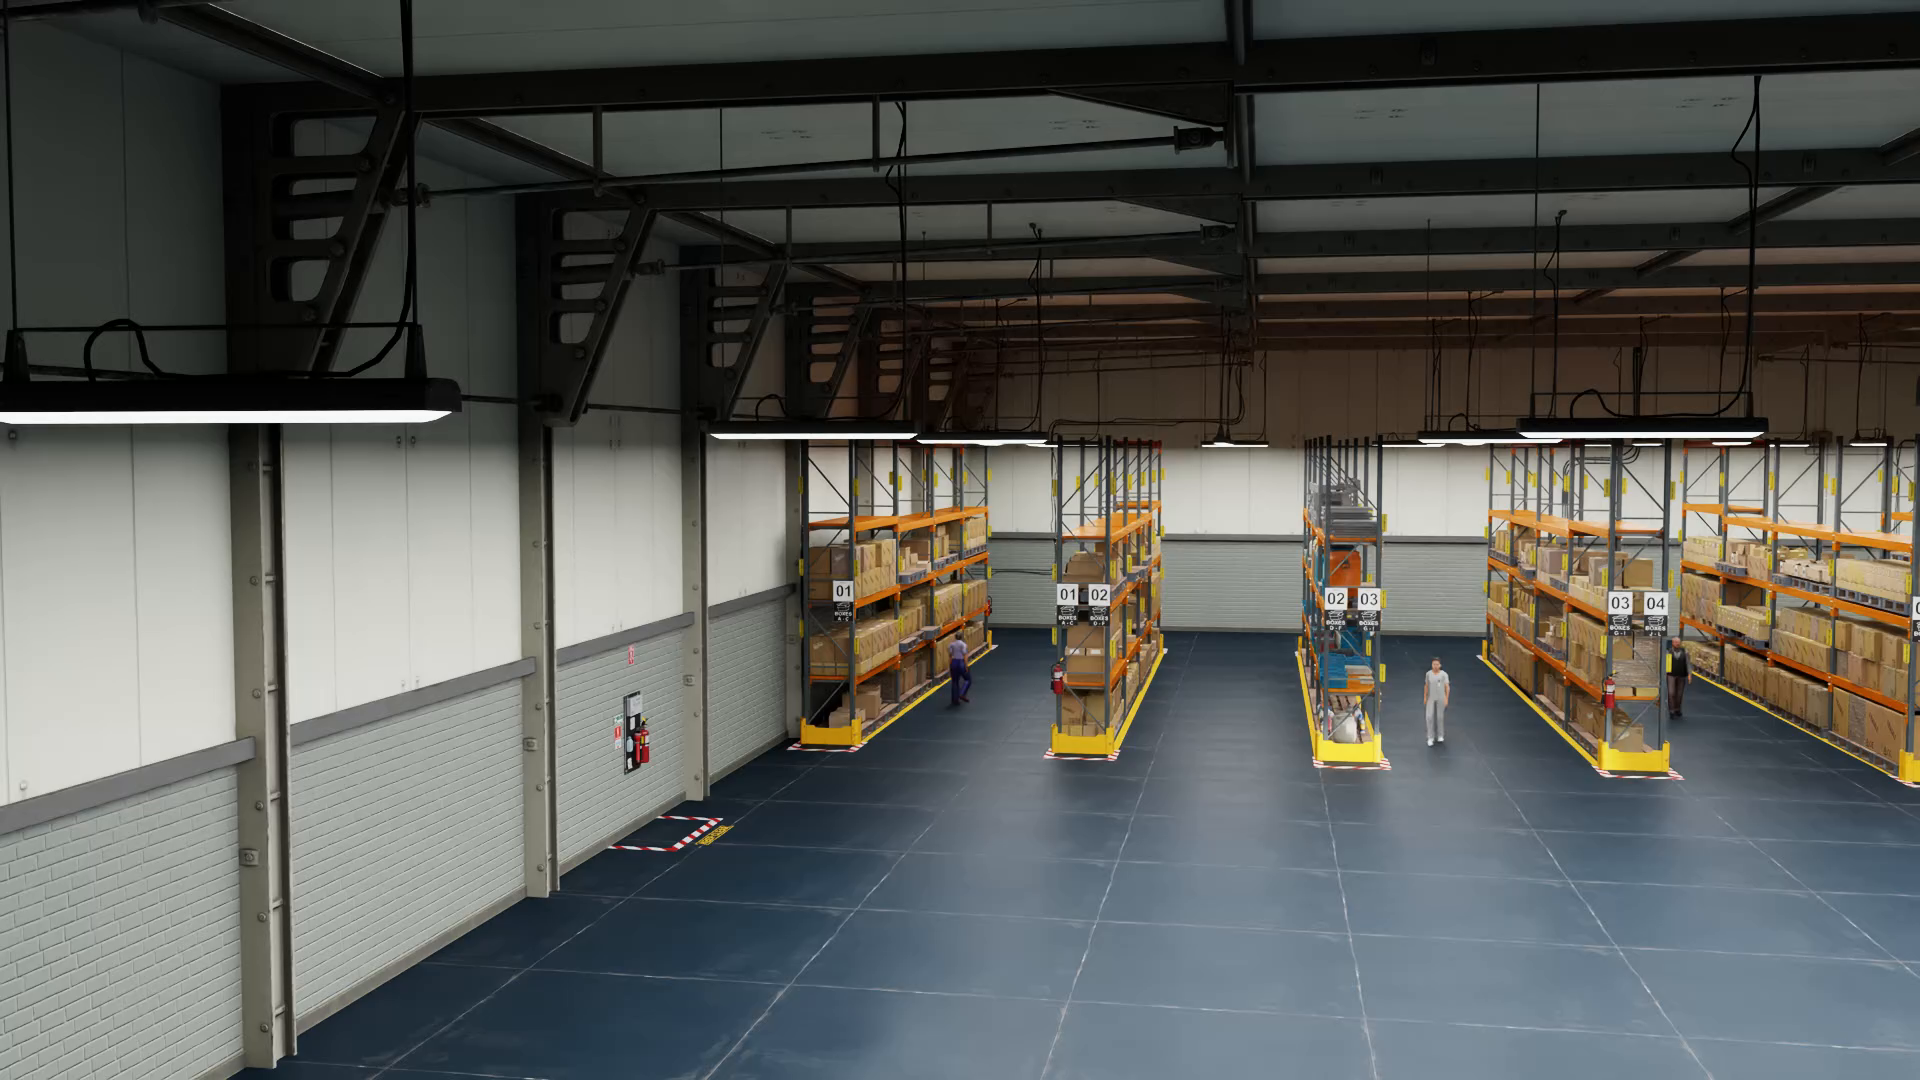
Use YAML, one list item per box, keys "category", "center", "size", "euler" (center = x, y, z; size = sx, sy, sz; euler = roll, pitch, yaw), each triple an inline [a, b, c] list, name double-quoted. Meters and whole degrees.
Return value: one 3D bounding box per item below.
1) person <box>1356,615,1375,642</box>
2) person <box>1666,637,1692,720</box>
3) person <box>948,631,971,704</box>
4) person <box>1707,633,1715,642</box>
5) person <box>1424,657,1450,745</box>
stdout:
- category: "person"
  center: [10.648, 2.480, 43.668]
  size: [0.559, 1.717, 1.033]
  euler: [0, 3, 2]
- category: "person"
  center: [15.339, 2.950, 35.585]
  size: [0.589, 1.752, 0.650]
  euler: [1, 3, 13]
- category: "person"
  center: [-0.021, 2.869, 37.478]
  size: [0.532, 1.636, 0.459]
  euler: [1, 3, 25]
- category: "person"
  center: [20.870, 2.404, 45.714]
  size: [0.478, 1.656, 0.504]
  euler: [0, 3, 0]
- category: "person"
  center: [9.304, 3.137, 32.491]
  size: [0.501, 1.698, 0.619]
  euler: [2, 3, 28]
